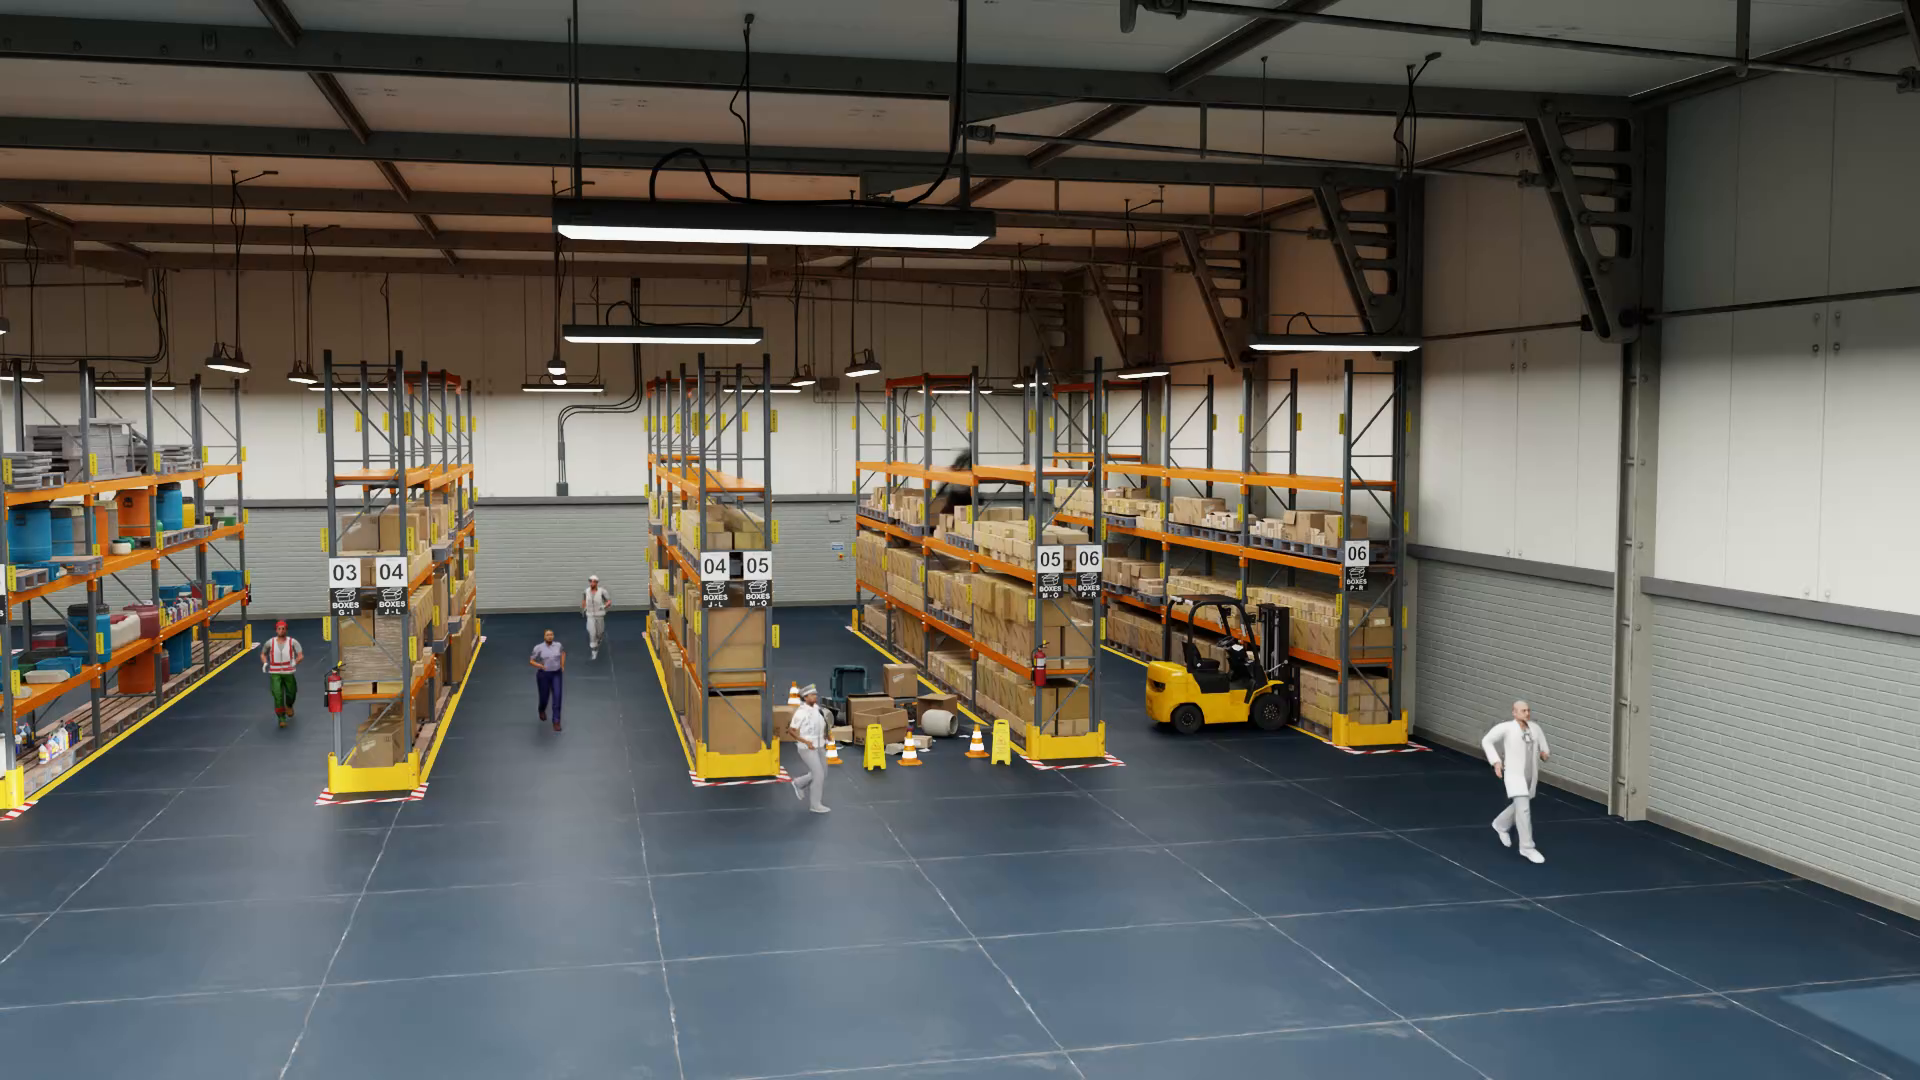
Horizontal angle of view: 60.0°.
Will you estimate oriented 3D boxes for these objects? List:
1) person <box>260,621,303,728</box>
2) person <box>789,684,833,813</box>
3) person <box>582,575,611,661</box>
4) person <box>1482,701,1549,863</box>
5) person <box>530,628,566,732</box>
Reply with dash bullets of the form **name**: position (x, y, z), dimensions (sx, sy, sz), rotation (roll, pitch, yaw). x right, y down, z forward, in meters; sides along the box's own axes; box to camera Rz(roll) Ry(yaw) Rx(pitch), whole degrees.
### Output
- **person**: position (-11.244, 2.212, 27.580), dimensions (0.663, 1.748, 0.780), rotation (-2, 4, -21)
- **person**: position (-1.955, 2.677, 21.514), dimensions (0.647, 1.654, 0.579), rotation (2, 5, 32)
- **person**: position (-7.774, 1.645, 35.543), dimensions (0.643, 1.787, 0.877), rotation (0, 4, -4)
- **person**: position (6.478, 2.742, 19.251), dimensions (0.705, 1.776, 1.033), rotation (-1, 4, -20)
- **person**: position (-6.765, 2.274, 27.371), dimensions (0.613, 1.650, 0.930), rotation (-2, 4, -24)
